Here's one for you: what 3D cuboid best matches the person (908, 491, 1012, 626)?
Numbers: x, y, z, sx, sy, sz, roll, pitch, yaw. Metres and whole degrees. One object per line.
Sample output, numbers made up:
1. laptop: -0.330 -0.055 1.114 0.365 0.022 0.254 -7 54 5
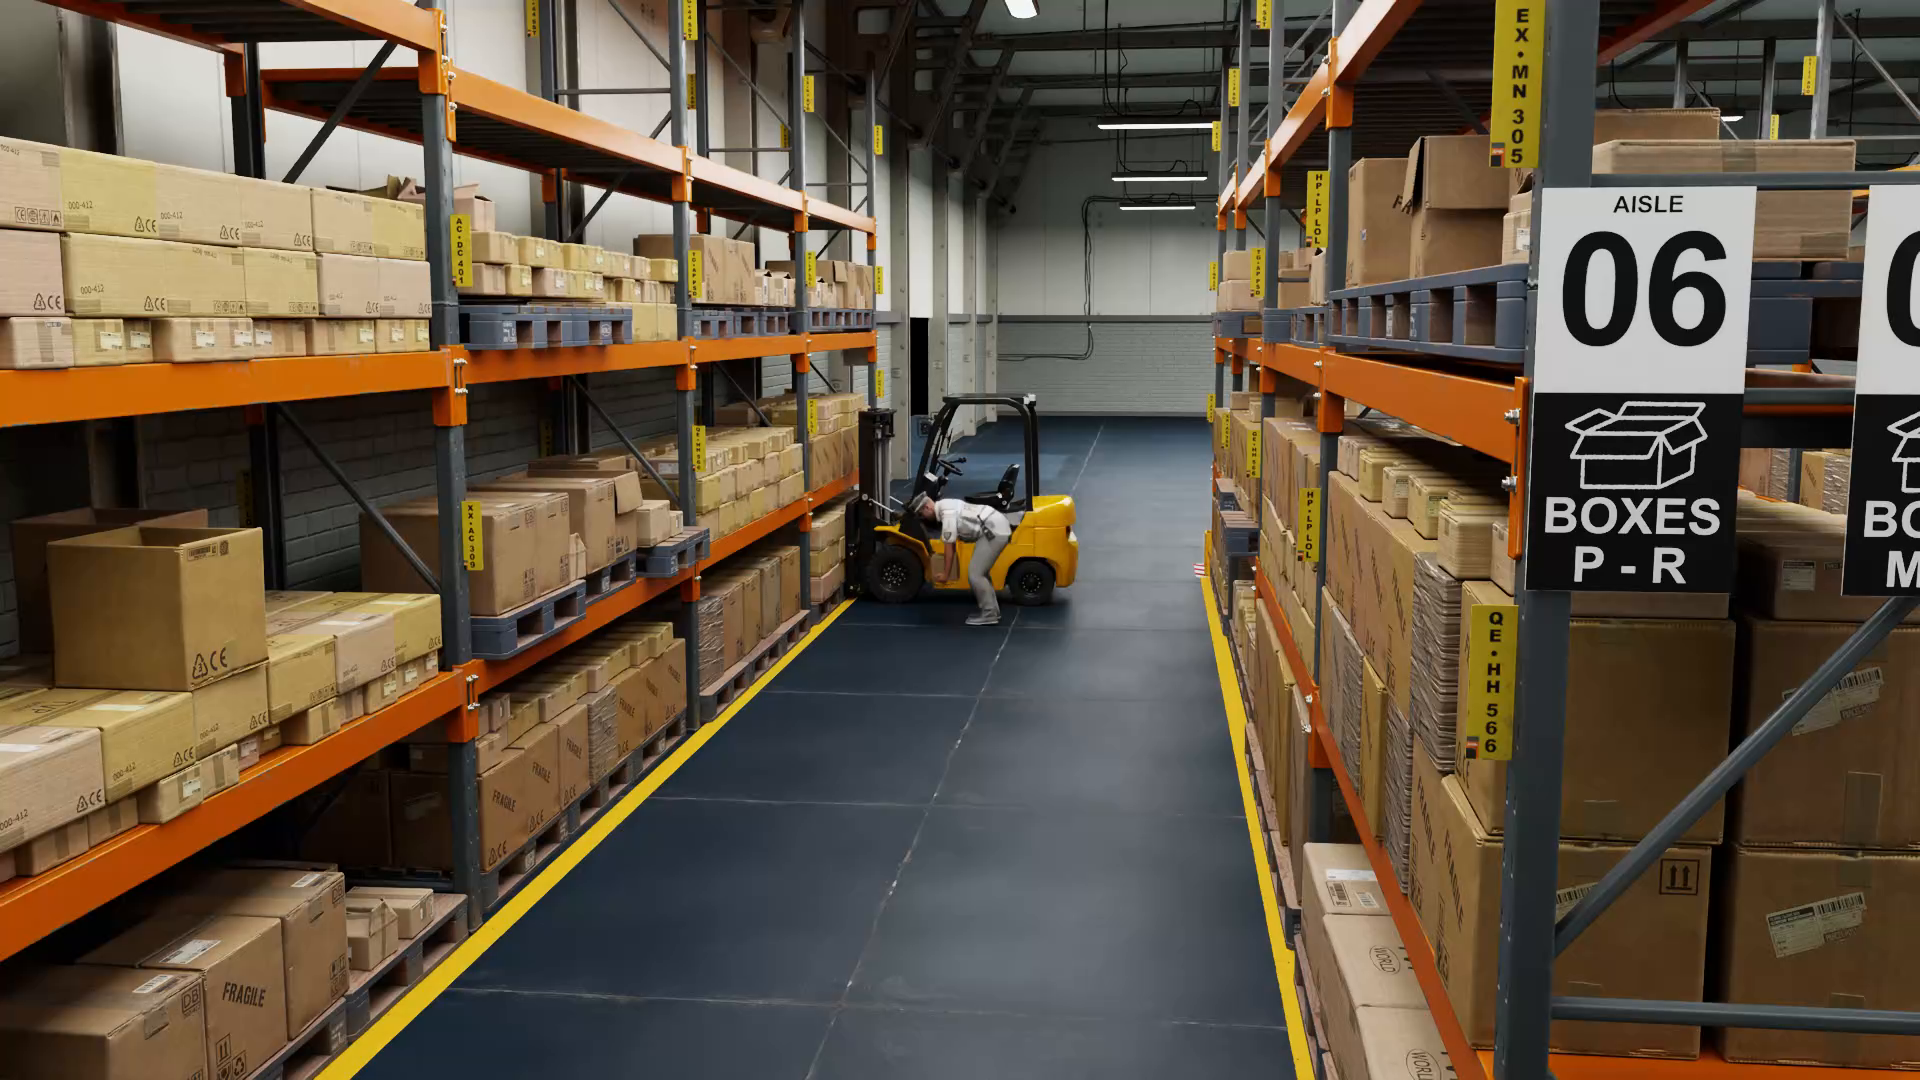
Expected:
1. person: -0.008 0.172 16.253 1.007 1.290 0.486 1 8 5
